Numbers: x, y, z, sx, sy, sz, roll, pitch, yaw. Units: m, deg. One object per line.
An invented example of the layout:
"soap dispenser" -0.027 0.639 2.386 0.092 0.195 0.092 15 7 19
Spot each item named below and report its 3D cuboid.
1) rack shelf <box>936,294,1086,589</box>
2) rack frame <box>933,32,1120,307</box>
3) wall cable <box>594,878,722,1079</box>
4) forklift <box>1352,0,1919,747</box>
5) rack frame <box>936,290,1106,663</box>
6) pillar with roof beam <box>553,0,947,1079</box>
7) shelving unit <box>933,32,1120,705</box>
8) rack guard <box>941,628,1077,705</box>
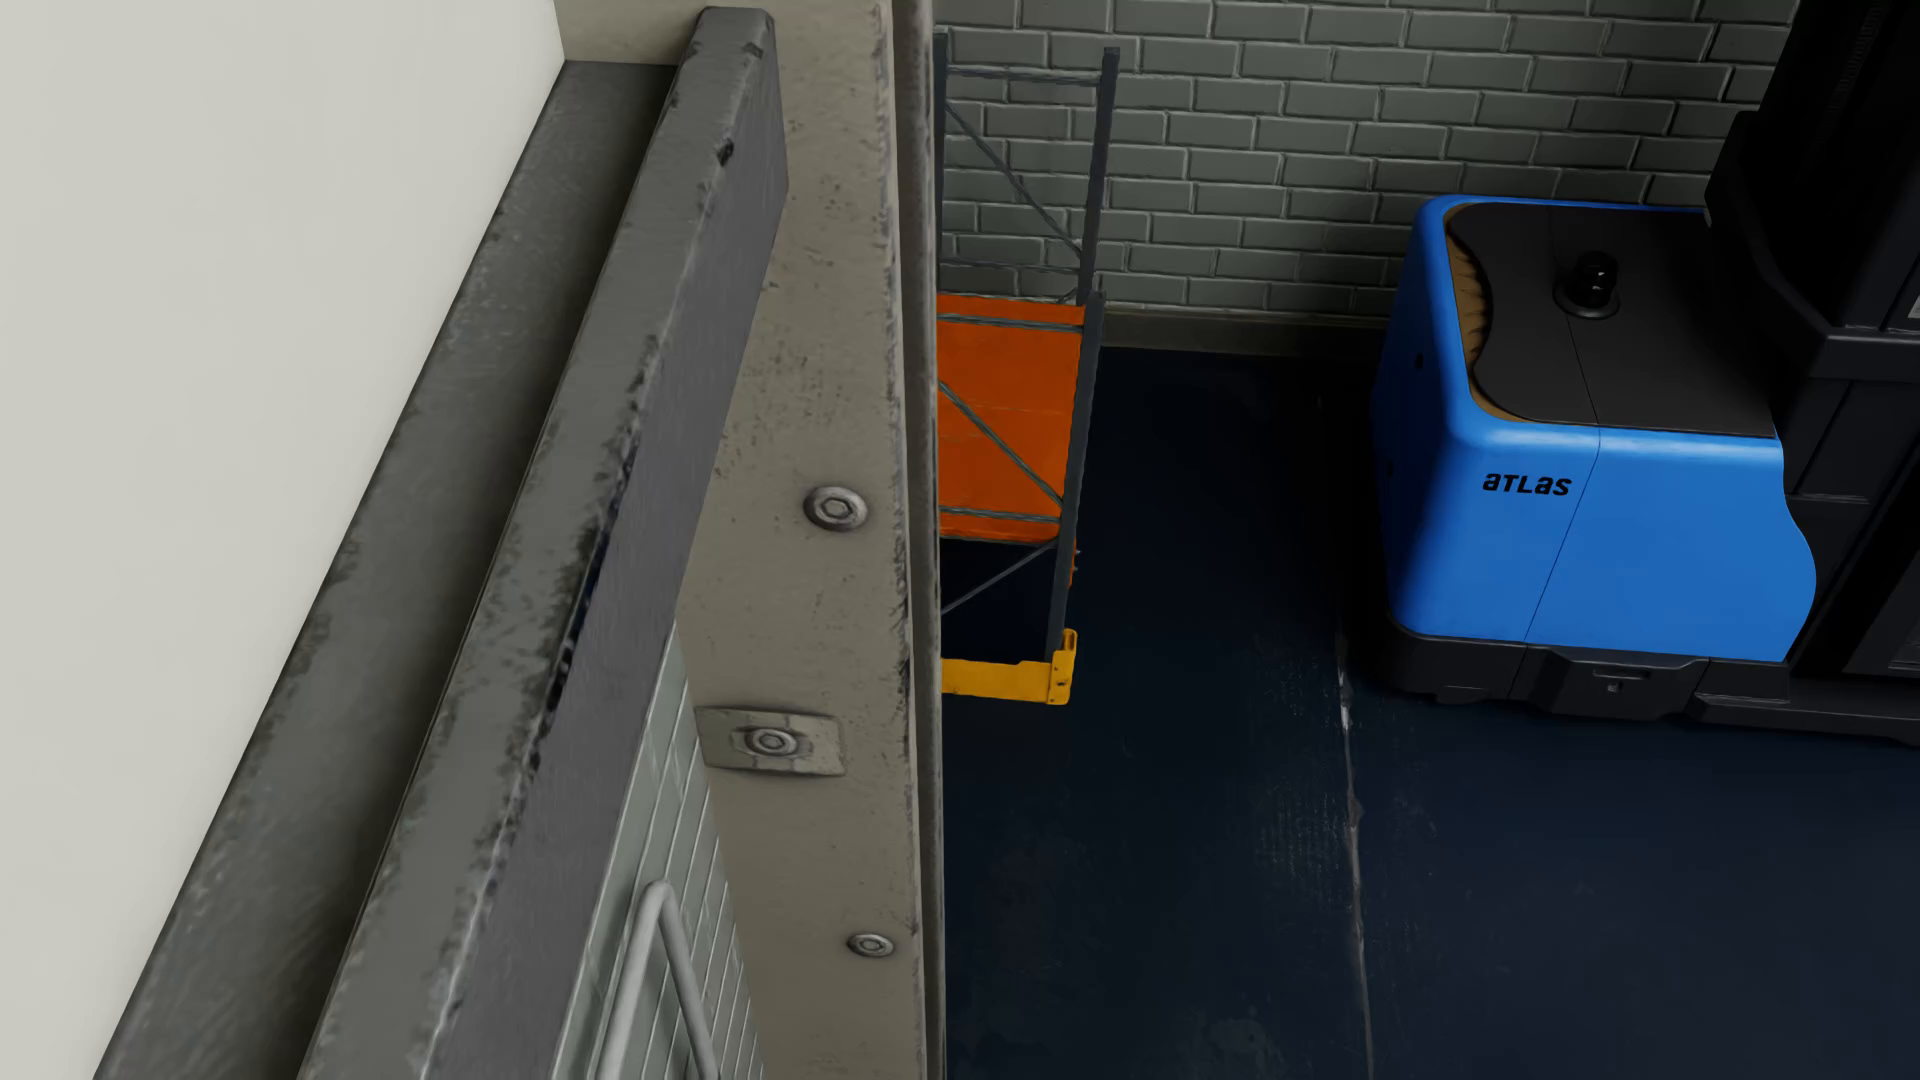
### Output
"rack shelf" 0.093 -0.320 4.757 0.538 0.185 1.000 5 48 2
"rack frame" 0.148 -0.815 4.964 0.500 1.500 0.032 5 48 2
"wall cable" -0.413 1.151 1.476 0.084 1.984 1.851 4 48 4
"forklift" 2.738 -0.788 3.985 3.031 2.935 1.130 4 48 4
"rack frame" 0.051 -0.067 4.283 0.500 1.500 0.032 5 48 2
"pillar with roof beam" 4.084 -1.279 0.322 9.100 9.000 0.400 4 48 4
"shelving unit" 0.100 -0.447 4.630 0.587 1.500 1.083 5 48 2
"rack guard" 0.031 0.338 4.759 0.587 0.250 0.087 5 48 2
